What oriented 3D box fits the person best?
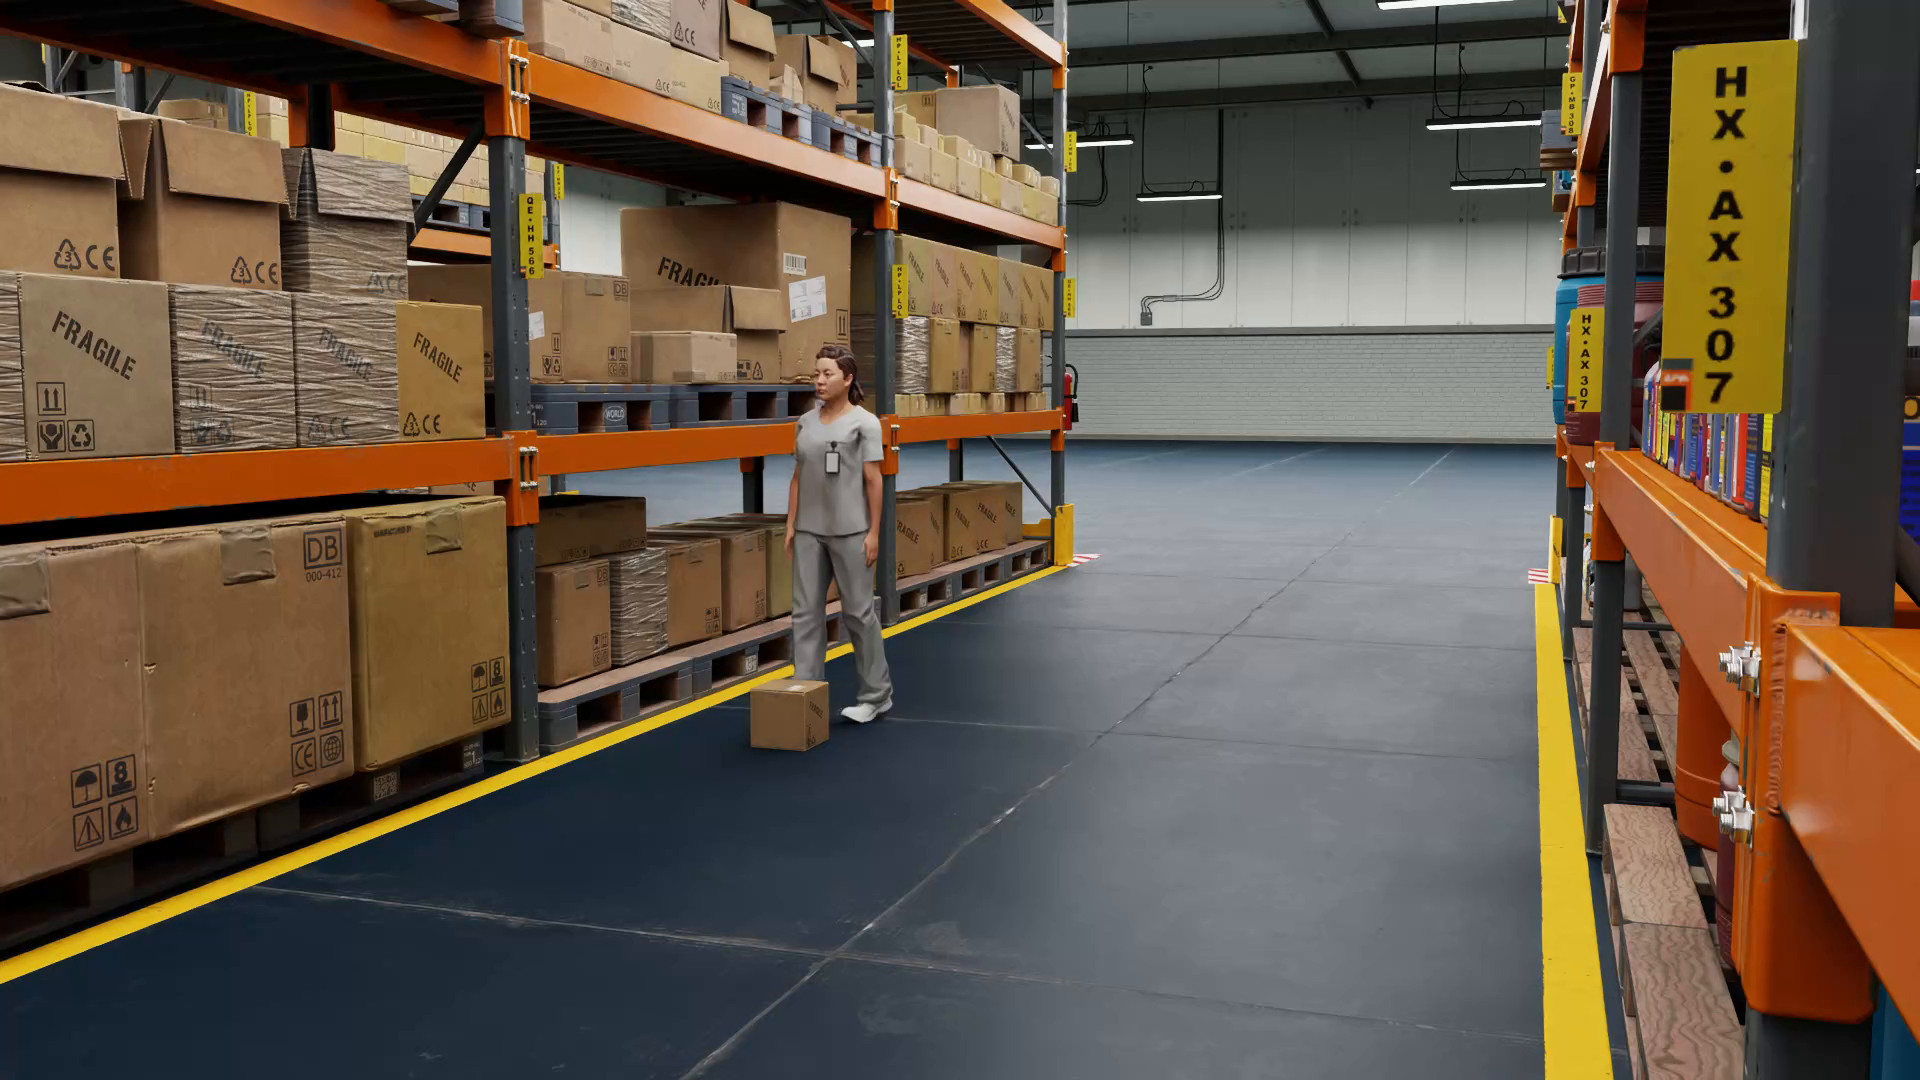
[{"bbox_3d":[-0.579,-0.015,7.354,0.453,1.678,0.591,3,6,26],"label":"person"}]
